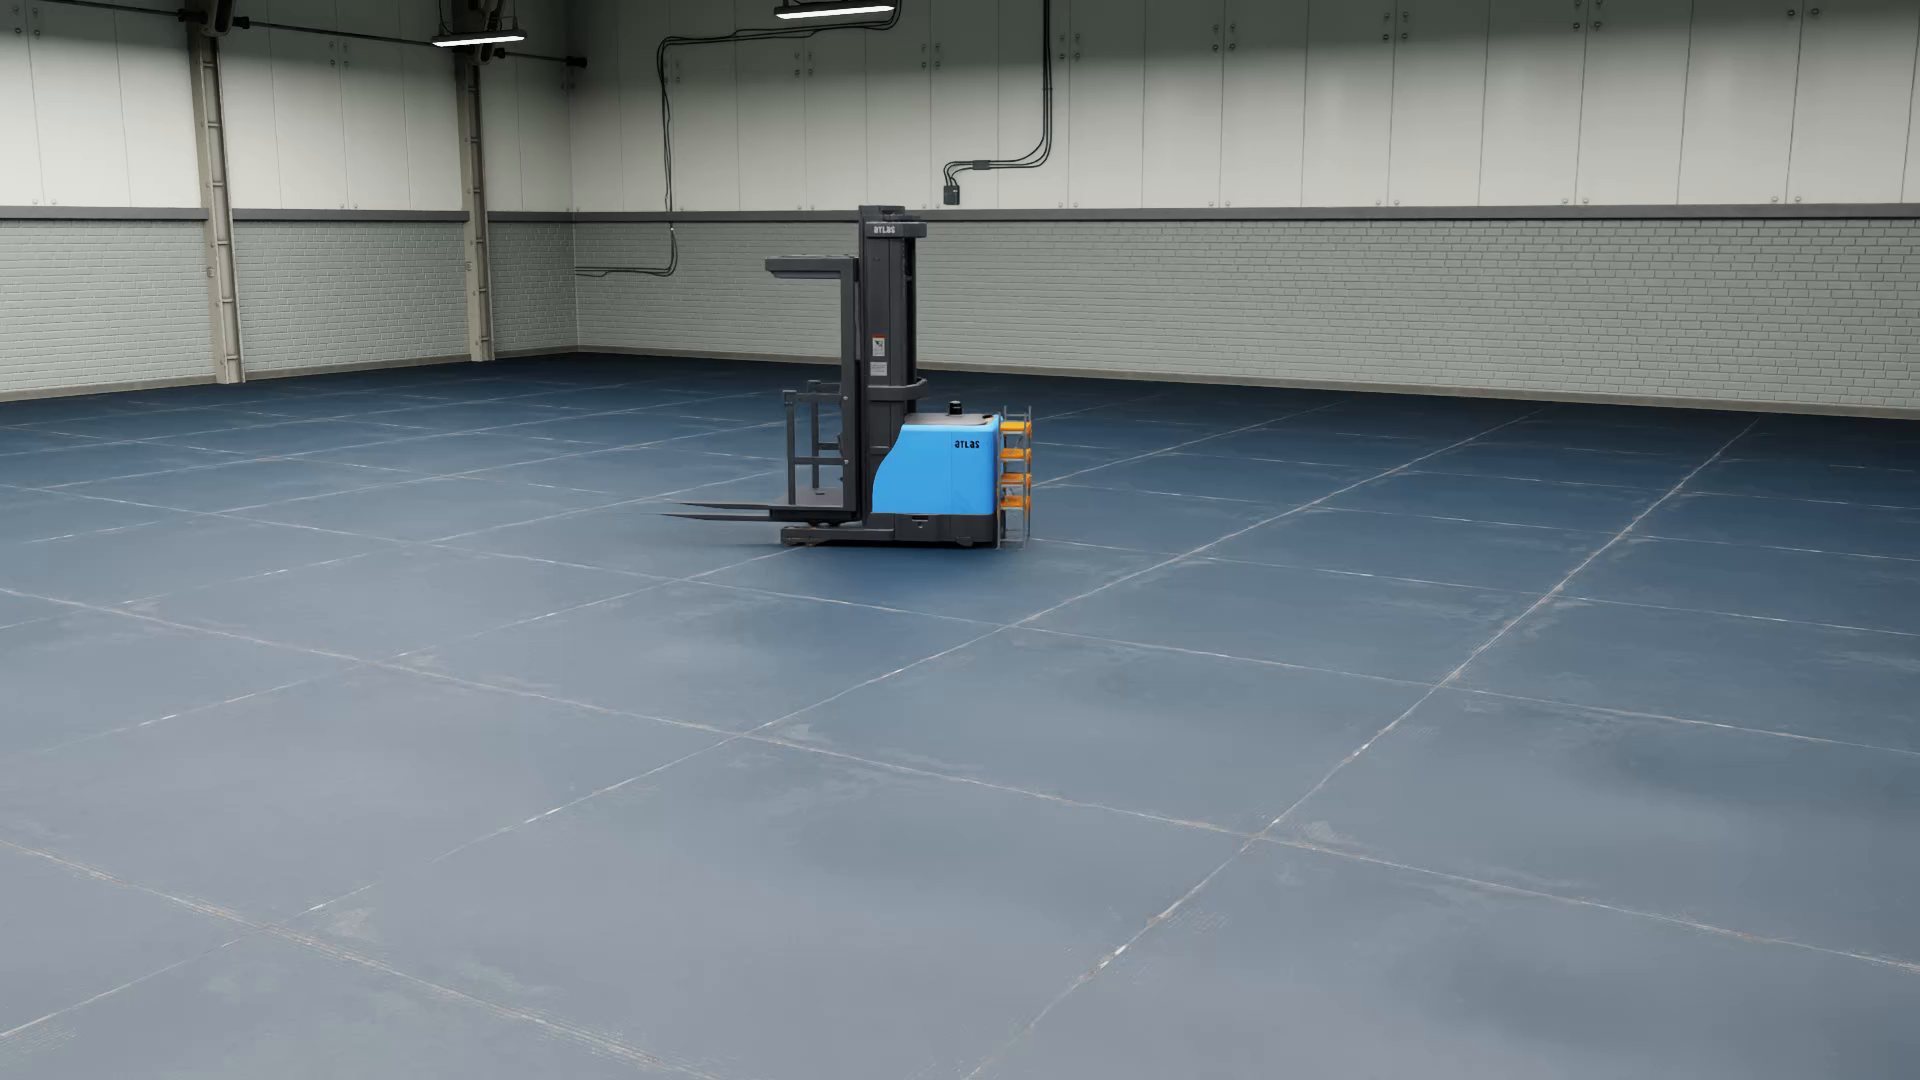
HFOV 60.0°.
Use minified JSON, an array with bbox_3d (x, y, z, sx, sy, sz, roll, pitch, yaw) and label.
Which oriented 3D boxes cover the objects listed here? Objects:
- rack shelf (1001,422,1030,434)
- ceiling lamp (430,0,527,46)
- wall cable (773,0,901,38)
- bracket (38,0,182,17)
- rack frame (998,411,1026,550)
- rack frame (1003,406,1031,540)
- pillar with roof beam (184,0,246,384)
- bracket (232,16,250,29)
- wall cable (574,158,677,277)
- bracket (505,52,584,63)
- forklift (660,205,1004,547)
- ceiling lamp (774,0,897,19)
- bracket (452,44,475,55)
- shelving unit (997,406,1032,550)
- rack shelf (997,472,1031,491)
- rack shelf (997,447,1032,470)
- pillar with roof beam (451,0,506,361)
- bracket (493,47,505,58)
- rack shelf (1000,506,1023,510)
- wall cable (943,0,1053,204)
[{"bbox_3d":[0.477,-0.975,14.465,0.221,0.050,0.457,1,11,7],"label":"rack shelf"},{"bbox_3d":[-8.029,-10.024,28.096,2.000,3.185,0.800,6,12,31],"label":"ceiling lamp"},{"bbox_3d":[-2.466,-11.191,32.546,3.097,2.526,0.112,6,12,31],"label":"wall cable"},{"bbox_3d":[-14.447,-8.538,26.237,0.076,0.066,4.783,6,12,31],"label":"bracket"},{"bbox_3d":[0.446,-0.505,14.307,0.240,1.200,0.015,1,11,7],"label":"rack frame"},{"bbox_3d":[0.507,-0.594,14.783,0.240,1.200,0.015,1,11,7],"label":"rack frame"},{"bbox_3d":[-9.518,-6.862,27.066,9.100,9.000,0.400,6,12,31],"label":"pillar with roof beam"},{"bbox_3d":[-12.679,-9.074,29.099,0.235,0.232,0.430,6,12,31],"label":"bracket"},{"bbox_3d":[-7.423,-7.027,36.389,3.097,2.526,0.112,6,12,31],"label":"wall cable"},{"bbox_3d":[-8.640,-10.297,35.634,0.076,0.066,3.189,6,12,31],"label":"bracket"},{"bbox_3d":[-1.146,-1.479,14.805,3.031,2.935,1.130,1,11,7],"label":"forklift"},{"bbox_3d":[-1.713,-9.318,24.325,2.000,3.185,0.800,6,12,31],"label":"ceiling lamp"},{"bbox_3d":[-9.995,-9.887,33.442,0.235,0.232,0.430,6,12,31],"label":"bracket"},{"bbox_3d":[0.476,-0.550,14.545,0.258,1.200,0.503,1,11,7],"label":"shelving unit"},{"bbox_3d":[0.476,-0.484,14.557,0.258,0.148,0.480,1,11,7],"label":"rack shelf"},{"bbox_3d":[0.476,-0.704,14.516,0.258,0.148,0.480,1,11,7],"label":"rack shelf"},{"bbox_3d":[-6.403,-7.805,32.106,9.100,9.000,0.548,6,12,31],"label":"pillar with roof beam"},{"bbox_3d":[-9.564,-10.017,34.140,0.235,0.232,0.430,6,12,31],"label":"bracket"},{"bbox_3d":[0.476,-0.317,14.589,0.199,0.029,0.442,1,11,7],"label":"rack shelf"},{"bbox_3d":[0.683,-9.316,30.932,2.305,6.003,0.169,6,12,31],"label":"wall cable"}]
